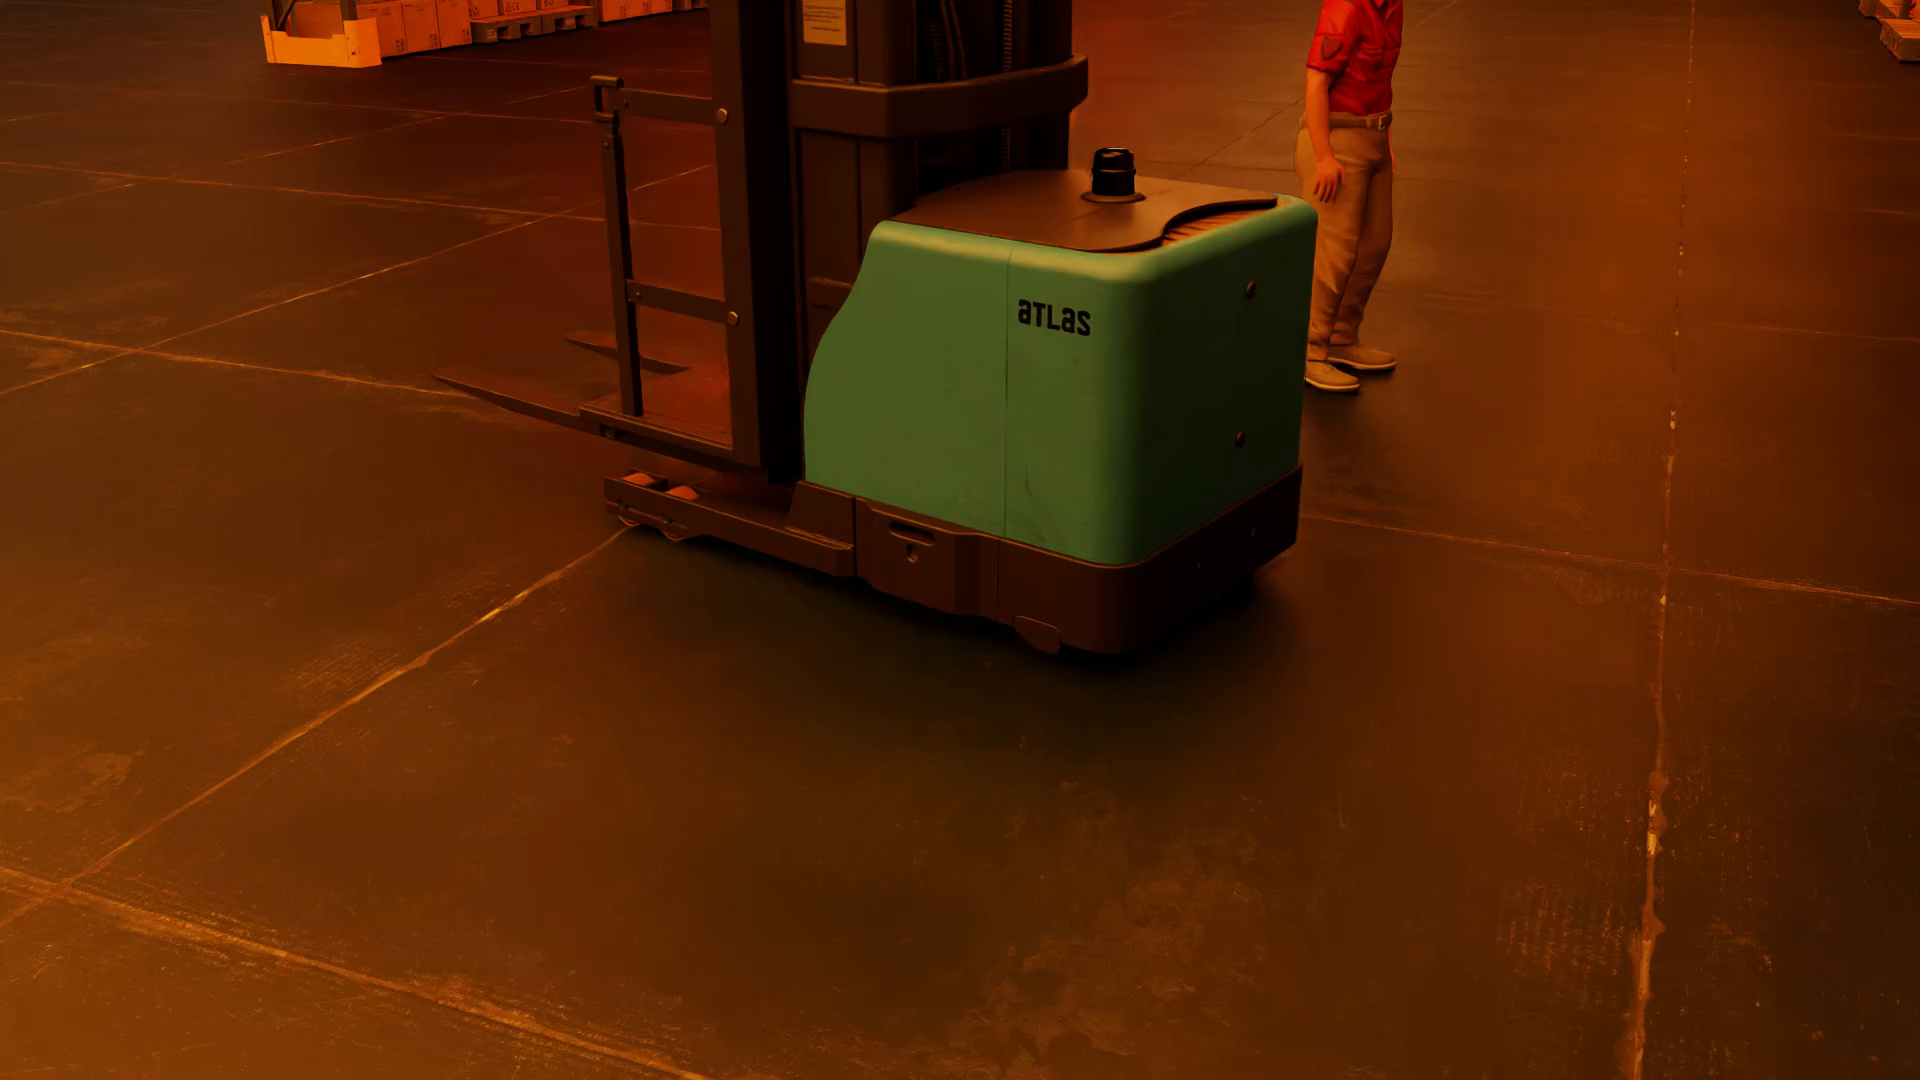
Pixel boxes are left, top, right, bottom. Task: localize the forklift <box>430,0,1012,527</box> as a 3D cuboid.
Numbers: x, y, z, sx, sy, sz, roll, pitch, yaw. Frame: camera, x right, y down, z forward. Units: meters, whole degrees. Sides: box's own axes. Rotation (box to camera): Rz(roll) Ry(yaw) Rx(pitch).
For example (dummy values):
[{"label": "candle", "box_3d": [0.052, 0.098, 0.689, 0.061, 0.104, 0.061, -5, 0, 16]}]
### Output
[{"label": "forklift", "box_3d": [-0.550, -1.480, 4.915, 2.884, 2.867, 1.101, 16, 28, 34]}]
